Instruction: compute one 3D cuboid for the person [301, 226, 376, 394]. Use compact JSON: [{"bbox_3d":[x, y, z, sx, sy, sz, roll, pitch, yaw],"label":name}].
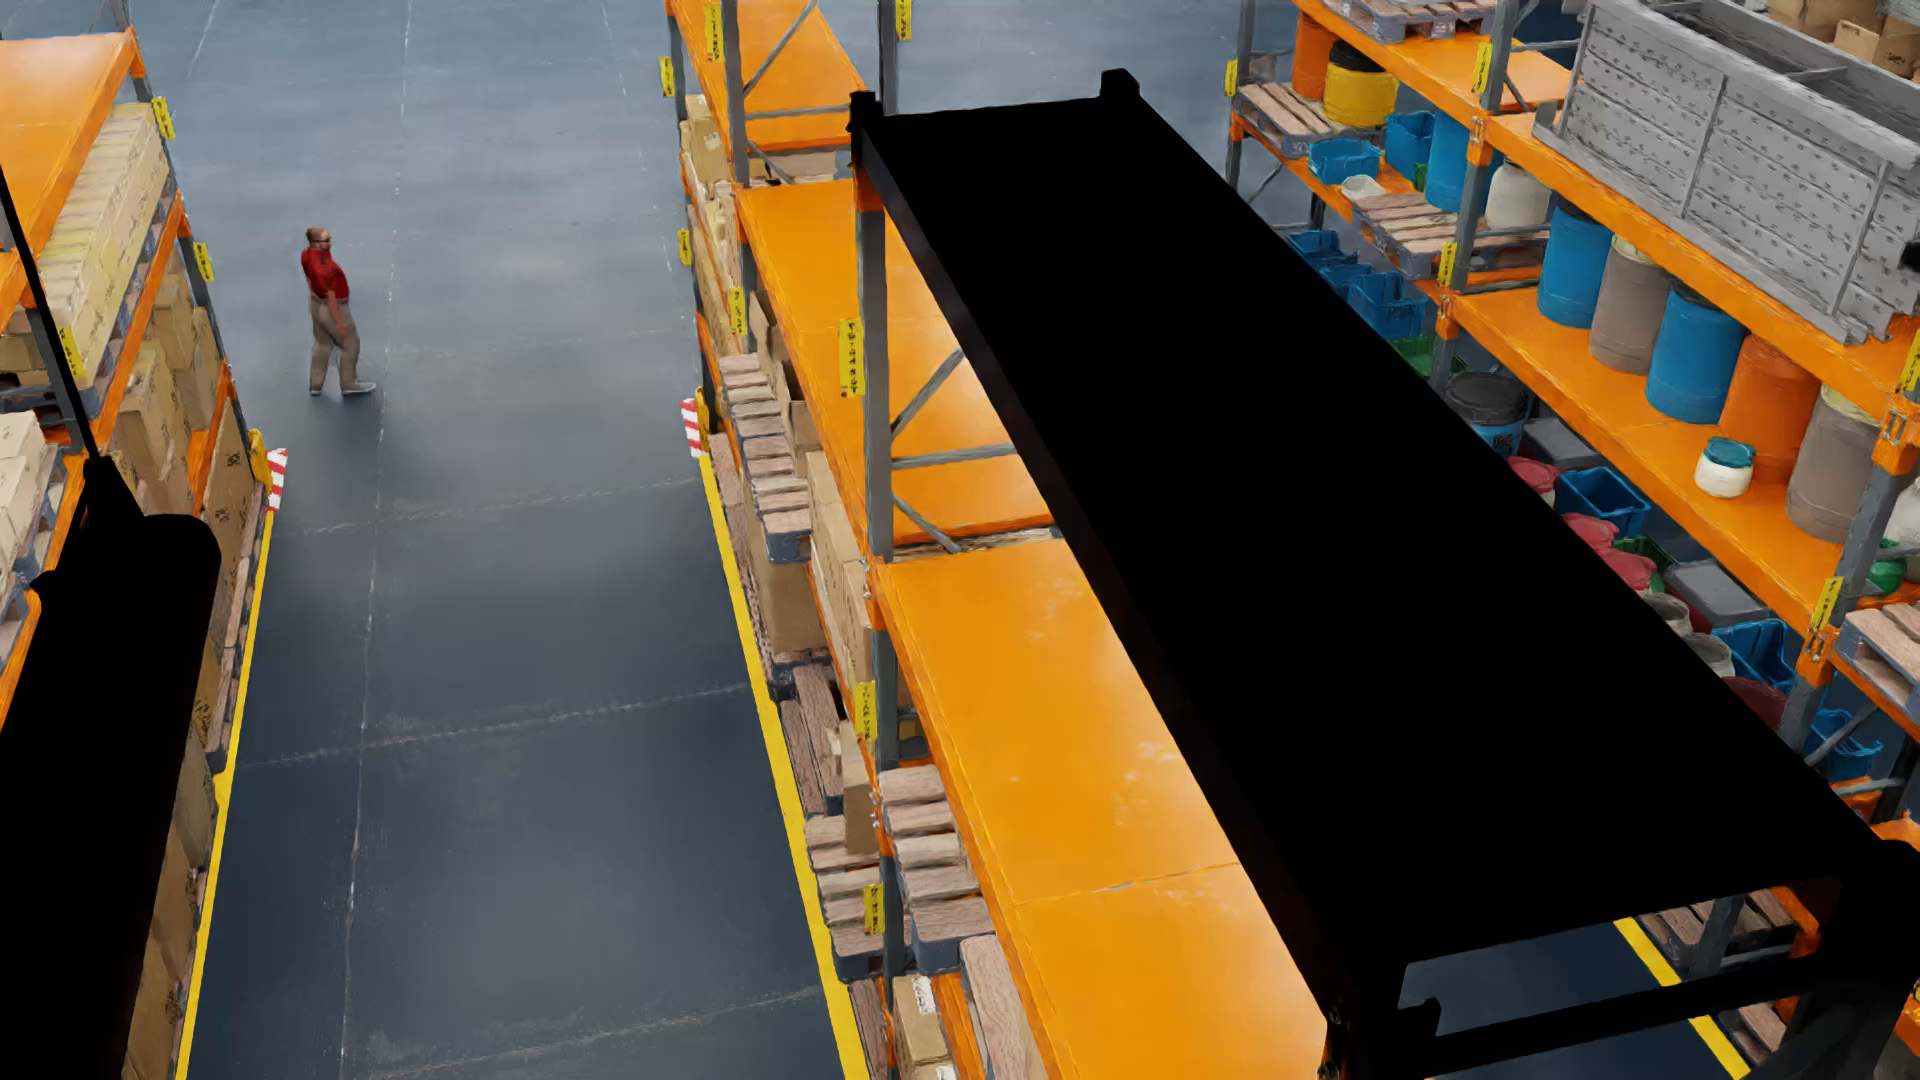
[{"bbox_3d":[-6.025,-2.160,15.746,0.559,1.711,0.653,-27,42,-33],"label":"person"}]
